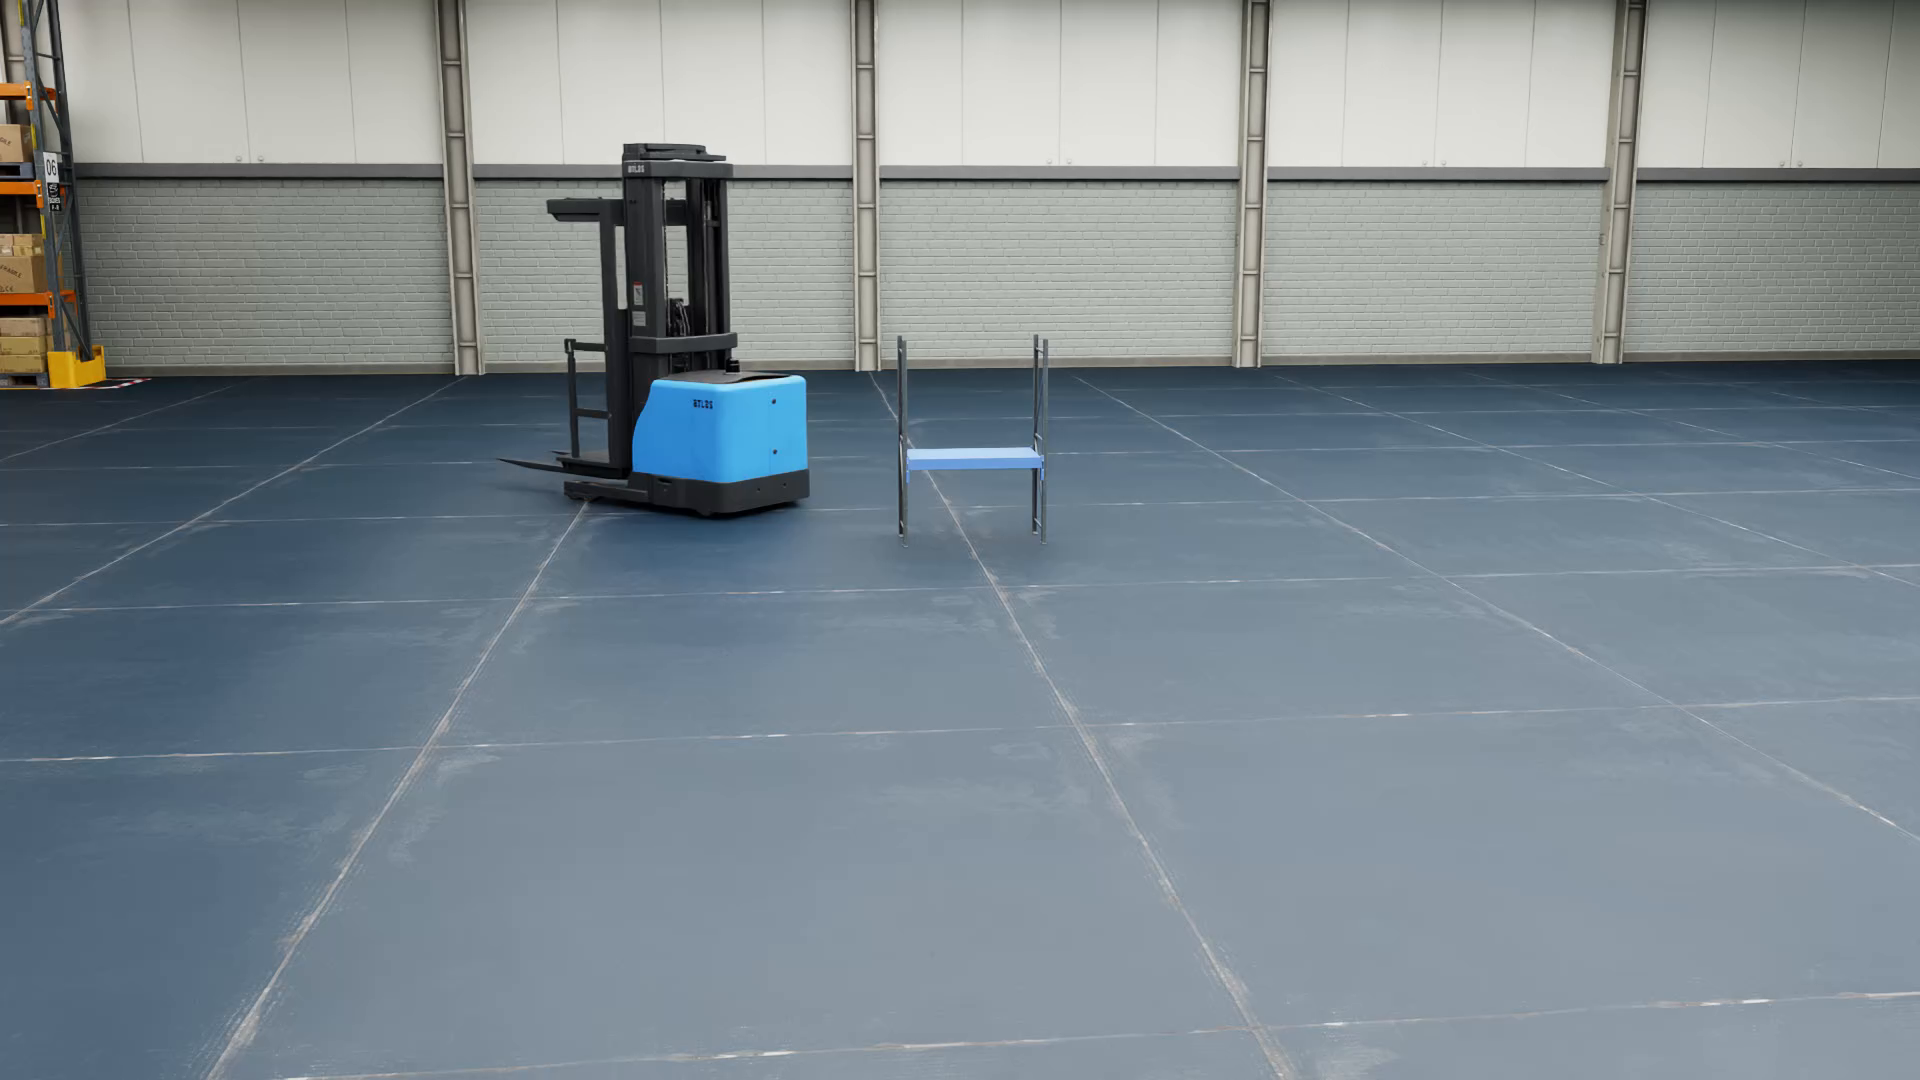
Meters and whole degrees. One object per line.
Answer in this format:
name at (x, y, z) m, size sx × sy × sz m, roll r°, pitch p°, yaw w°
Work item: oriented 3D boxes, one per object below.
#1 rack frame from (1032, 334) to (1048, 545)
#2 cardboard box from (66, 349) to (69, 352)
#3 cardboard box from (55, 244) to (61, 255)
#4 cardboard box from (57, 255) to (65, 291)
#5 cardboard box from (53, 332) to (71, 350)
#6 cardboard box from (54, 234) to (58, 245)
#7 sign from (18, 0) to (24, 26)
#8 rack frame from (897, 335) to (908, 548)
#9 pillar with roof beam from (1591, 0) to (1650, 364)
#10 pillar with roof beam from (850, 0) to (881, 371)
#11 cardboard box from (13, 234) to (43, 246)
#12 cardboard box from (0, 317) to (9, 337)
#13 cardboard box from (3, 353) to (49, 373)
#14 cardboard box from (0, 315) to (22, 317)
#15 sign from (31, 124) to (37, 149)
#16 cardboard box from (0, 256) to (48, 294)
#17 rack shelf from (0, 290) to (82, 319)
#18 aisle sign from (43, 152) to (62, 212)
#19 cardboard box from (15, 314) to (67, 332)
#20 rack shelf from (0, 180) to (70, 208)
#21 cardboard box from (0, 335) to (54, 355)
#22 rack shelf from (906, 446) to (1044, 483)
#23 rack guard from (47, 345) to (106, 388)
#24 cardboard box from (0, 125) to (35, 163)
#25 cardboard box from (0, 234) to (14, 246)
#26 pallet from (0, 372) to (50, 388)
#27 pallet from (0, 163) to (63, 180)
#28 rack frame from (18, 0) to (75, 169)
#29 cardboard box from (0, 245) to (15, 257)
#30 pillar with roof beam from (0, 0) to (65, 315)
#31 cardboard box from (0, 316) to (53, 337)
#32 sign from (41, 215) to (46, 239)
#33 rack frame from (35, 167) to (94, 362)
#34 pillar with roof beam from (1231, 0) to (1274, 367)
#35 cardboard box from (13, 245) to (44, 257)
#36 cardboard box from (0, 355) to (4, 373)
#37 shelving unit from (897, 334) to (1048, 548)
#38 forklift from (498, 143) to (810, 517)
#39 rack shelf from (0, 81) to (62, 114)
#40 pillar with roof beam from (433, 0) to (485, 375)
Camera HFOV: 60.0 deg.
rack frame at (0.590, -0.748, 12.286) m, size 0.032 × 1.500 × 0.500 m, roll -1°, pitch 11°, yaw -6°
cardboard box at (-13.077, -2.579, 23.749) m, size 0.500 × 0.250 × 0.500 m, roll -1°, pitch 11°, yaw -6°
cardboard box at (-12.933, -4.105, 23.531) m, size 0.250 × 0.149 × 0.380 m, roll -1°, pitch 11°, yaw -8°
cardboard box at (-13.090, -3.787, 23.595) m, size 0.500 × 0.500 × 0.500 m, roll -1°, pitch 11°, yaw -4°
cardboard box at (-13.058, -2.827, 23.715) m, size 0.500 × 0.250 × 0.500 m, roll -1°, pitch 11°, yaw -5°
cardboard box at (-12.925, -4.242, 23.458) m, size 0.250 × 0.149 × 0.380 m, roll -1°, pitch 11°, yaw -7°
sign at (-12.523, -7.031, 22.178) m, size 0.005 × 0.325 × 0.100 m, roll -1°, pitch 11°, yaw -6°
rack frame at (-0.421, -0.727, 12.179) m, size 0.032 × 1.500 × 0.500 m, roll -1°, pitch 11°, yaw -6°
pillar with roof beam at (10.967, -6.471, 21.956) m, size 0.400 × 9.000 × 9.100 m, roll -1°, pitch 11°, yaw -6°
pillar with roof beam at (-0.963, -6.221, 20.685) m, size 0.400 × 9.000 × 9.100 m, roll -1°, pitch 11°, yaw -6°
cardboard box at (-12.901, -4.160, 23.041) m, size 0.250 × 0.149 × 0.380 m, roll -1°, pitch 11°, yaw -6°
cardboard box at (-13.499, -2.961, 23.101) m, size 0.500 × 0.250 × 0.500 m, roll -1°, pitch 11°, yaw -5°
cardboard box at (-13.001, -2.481, 23.252) m, size 0.500 × 0.250 × 0.500 m, roll -1°, pitch 11°, yaw -6°
cardboard box at (-13.562, -3.057, 23.591) m, size 0.500 × 0.250 × 0.500 m, roll -1°, pitch 11°, yaw -6°
sign at (-12.523, -5.458, 22.488) m, size 0.005 × 0.325 × 0.100 m, roll -1°, pitch 11°, yaw -6°
cardboard box at (-13.029, -3.683, 23.068) m, size 0.500 × 0.500 × 0.500 m, roll -1°, pitch 11°, yaw -7°
rack shelf at (-14.556, -3.300, 23.243) m, size 4.000 × 0.370 × 1.077 m, roll -1°, pitch 11°, yaw -6°
aisle sign at (-12.471, -4.915, 22.855) m, size 0.004 × 0.787 × 0.394 m, roll -1°, pitch 11°, yaw -6°
cardboard box at (-13.066, -3.068, 23.648) m, size 0.500 × 0.250 × 0.500 m, roll -1°, pitch 11°, yaw -7°
rack shelf at (-14.556, -4.772, 22.954) m, size 4.000 × 0.370 × 1.077 m, roll -1°, pitch 11°, yaw -6°
cardboard box at (-13.018, -2.727, 23.206) m, size 0.500 × 0.250 × 0.500 m, roll -1°, pitch 11°, yaw -7°
rack shelf at (0.085, -0.561, 12.267) m, size 1.000 × 0.185 × 0.538 m, roll -1°, pitch 11°, yaw -6°
rack guard at (-12.544, -2.469, 23.629) m, size 0.348 × 0.500 × 1.175 m, roll -1°, pitch 11°, yaw -6°
cardboard box at (-12.981, -5.415, 22.752) m, size 0.500 × 0.500 × 0.500 m, roll -1°, pitch 11°, yaw -4°
cardboard box at (-13.143, -4.149, 22.985) m, size 0.250 × 0.149 × 0.380 m, roll -1°, pitch 11°, yaw -6°
pallet at (-13.323, -2.303, 23.533) m, size 1.213 × 0.211 × 1.003 m, roll -1°, pitch 11°, yaw -6°
pallet at (-13.273, -5.113, 23.055) m, size 1.213 × 0.211 × 1.003 m, roll -1°, pitch 11°, yaw -6°
rack frame at (-12.568, -6.638, 22.807) m, size 0.127 × 3.000 × 1.000 m, roll -1°, pitch 11°, yaw -6°
cardboard box at (-13.133, -3.990, 22.947) m, size 0.250 × 0.149 × 0.380 m, roll -1°, pitch 11°, yaw -5°
pillar with roof beam at (-12.892, -5.971, 19.413) m, size 0.400 × 9.000 × 9.100 m, roll -1°, pitch 11°, yaw -6°
cardboard box at (-12.992, -2.973, 23.161) m, size 0.500 × 0.250 × 0.500 m, roll -1°, pitch 11°, yaw -4°
sign at (-12.523, -4.275, 22.720) m, size 0.005 × 0.325 × 0.100 m, roll -1°, pitch 11°, yaw -6°
rack frame at (-12.568, -3.695, 23.386) m, size 0.127 × 3.000 × 1.000 m, roll -1°, pitch 11°, yaw -6°
pillar with roof beam at (5.002, -6.346, 21.320) m, size 0.400 × 9.000 × 9.100 m, roll -1°, pitch 11°, yaw -6°
cardboard box at (-12.882, -4.001, 23.003) m, size 0.250 × 0.149 × 0.380 m, roll -1°, pitch 11°, yaw -5°
cardboard box at (-13.496, -2.473, 23.209) m, size 0.500 × 0.250 × 0.500 m, roll -1°, pitch 11°, yaw -6°
shelving unit at (0.085, -0.738, 12.232) m, size 1.048 × 1.500 × 0.538 m, roll -1°, pitch 11°, yaw -6°
forklift at (-2.737, -1.826, 14.060) m, size 3.031 × 2.935 × 1.130 m, roll 8°, pitch 14°, yaw 36°
rack shelf at (-14.556, -6.047, 22.703) m, size 4.000 × 0.370 × 1.077 m, roll -1°, pitch 11°, yaw -6°
pillar with roof beam at (-6.927, -6.096, 20.049) m, size 0.400 × 9.000 × 9.100 m, roll -1°, pitch 11°, yaw -6°
